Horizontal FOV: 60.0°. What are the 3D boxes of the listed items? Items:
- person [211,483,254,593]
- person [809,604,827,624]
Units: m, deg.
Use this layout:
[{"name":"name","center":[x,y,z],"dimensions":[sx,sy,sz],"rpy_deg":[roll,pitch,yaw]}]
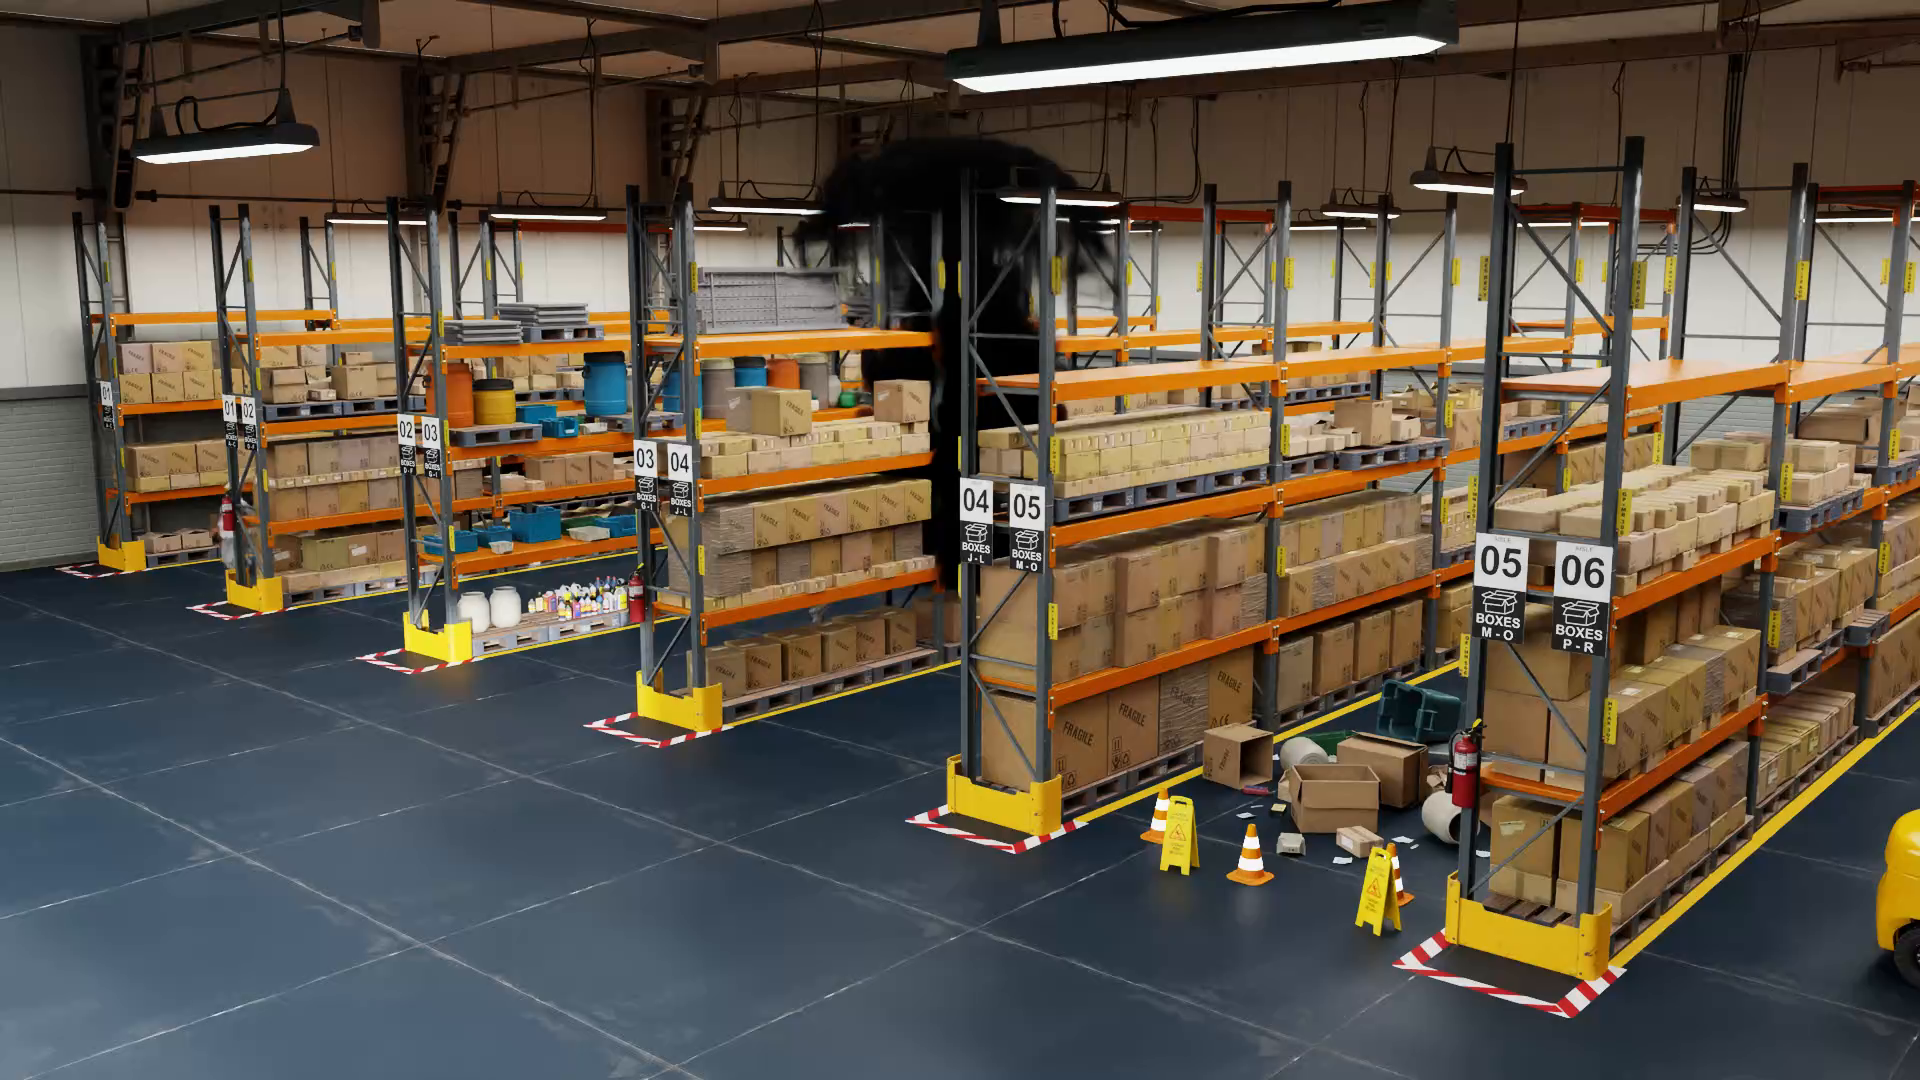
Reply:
[{"name":"person","center":[-11.537,-0.069,26.521],"dimensions":[0.661,1.746,0.707],"rpy_deg":[3,10,20]},{"name":"person","center":[-2.053,0.293,23.012],"dimensions":[0.619,1.776,0.678],"rpy_deg":[8,12,38]}]
